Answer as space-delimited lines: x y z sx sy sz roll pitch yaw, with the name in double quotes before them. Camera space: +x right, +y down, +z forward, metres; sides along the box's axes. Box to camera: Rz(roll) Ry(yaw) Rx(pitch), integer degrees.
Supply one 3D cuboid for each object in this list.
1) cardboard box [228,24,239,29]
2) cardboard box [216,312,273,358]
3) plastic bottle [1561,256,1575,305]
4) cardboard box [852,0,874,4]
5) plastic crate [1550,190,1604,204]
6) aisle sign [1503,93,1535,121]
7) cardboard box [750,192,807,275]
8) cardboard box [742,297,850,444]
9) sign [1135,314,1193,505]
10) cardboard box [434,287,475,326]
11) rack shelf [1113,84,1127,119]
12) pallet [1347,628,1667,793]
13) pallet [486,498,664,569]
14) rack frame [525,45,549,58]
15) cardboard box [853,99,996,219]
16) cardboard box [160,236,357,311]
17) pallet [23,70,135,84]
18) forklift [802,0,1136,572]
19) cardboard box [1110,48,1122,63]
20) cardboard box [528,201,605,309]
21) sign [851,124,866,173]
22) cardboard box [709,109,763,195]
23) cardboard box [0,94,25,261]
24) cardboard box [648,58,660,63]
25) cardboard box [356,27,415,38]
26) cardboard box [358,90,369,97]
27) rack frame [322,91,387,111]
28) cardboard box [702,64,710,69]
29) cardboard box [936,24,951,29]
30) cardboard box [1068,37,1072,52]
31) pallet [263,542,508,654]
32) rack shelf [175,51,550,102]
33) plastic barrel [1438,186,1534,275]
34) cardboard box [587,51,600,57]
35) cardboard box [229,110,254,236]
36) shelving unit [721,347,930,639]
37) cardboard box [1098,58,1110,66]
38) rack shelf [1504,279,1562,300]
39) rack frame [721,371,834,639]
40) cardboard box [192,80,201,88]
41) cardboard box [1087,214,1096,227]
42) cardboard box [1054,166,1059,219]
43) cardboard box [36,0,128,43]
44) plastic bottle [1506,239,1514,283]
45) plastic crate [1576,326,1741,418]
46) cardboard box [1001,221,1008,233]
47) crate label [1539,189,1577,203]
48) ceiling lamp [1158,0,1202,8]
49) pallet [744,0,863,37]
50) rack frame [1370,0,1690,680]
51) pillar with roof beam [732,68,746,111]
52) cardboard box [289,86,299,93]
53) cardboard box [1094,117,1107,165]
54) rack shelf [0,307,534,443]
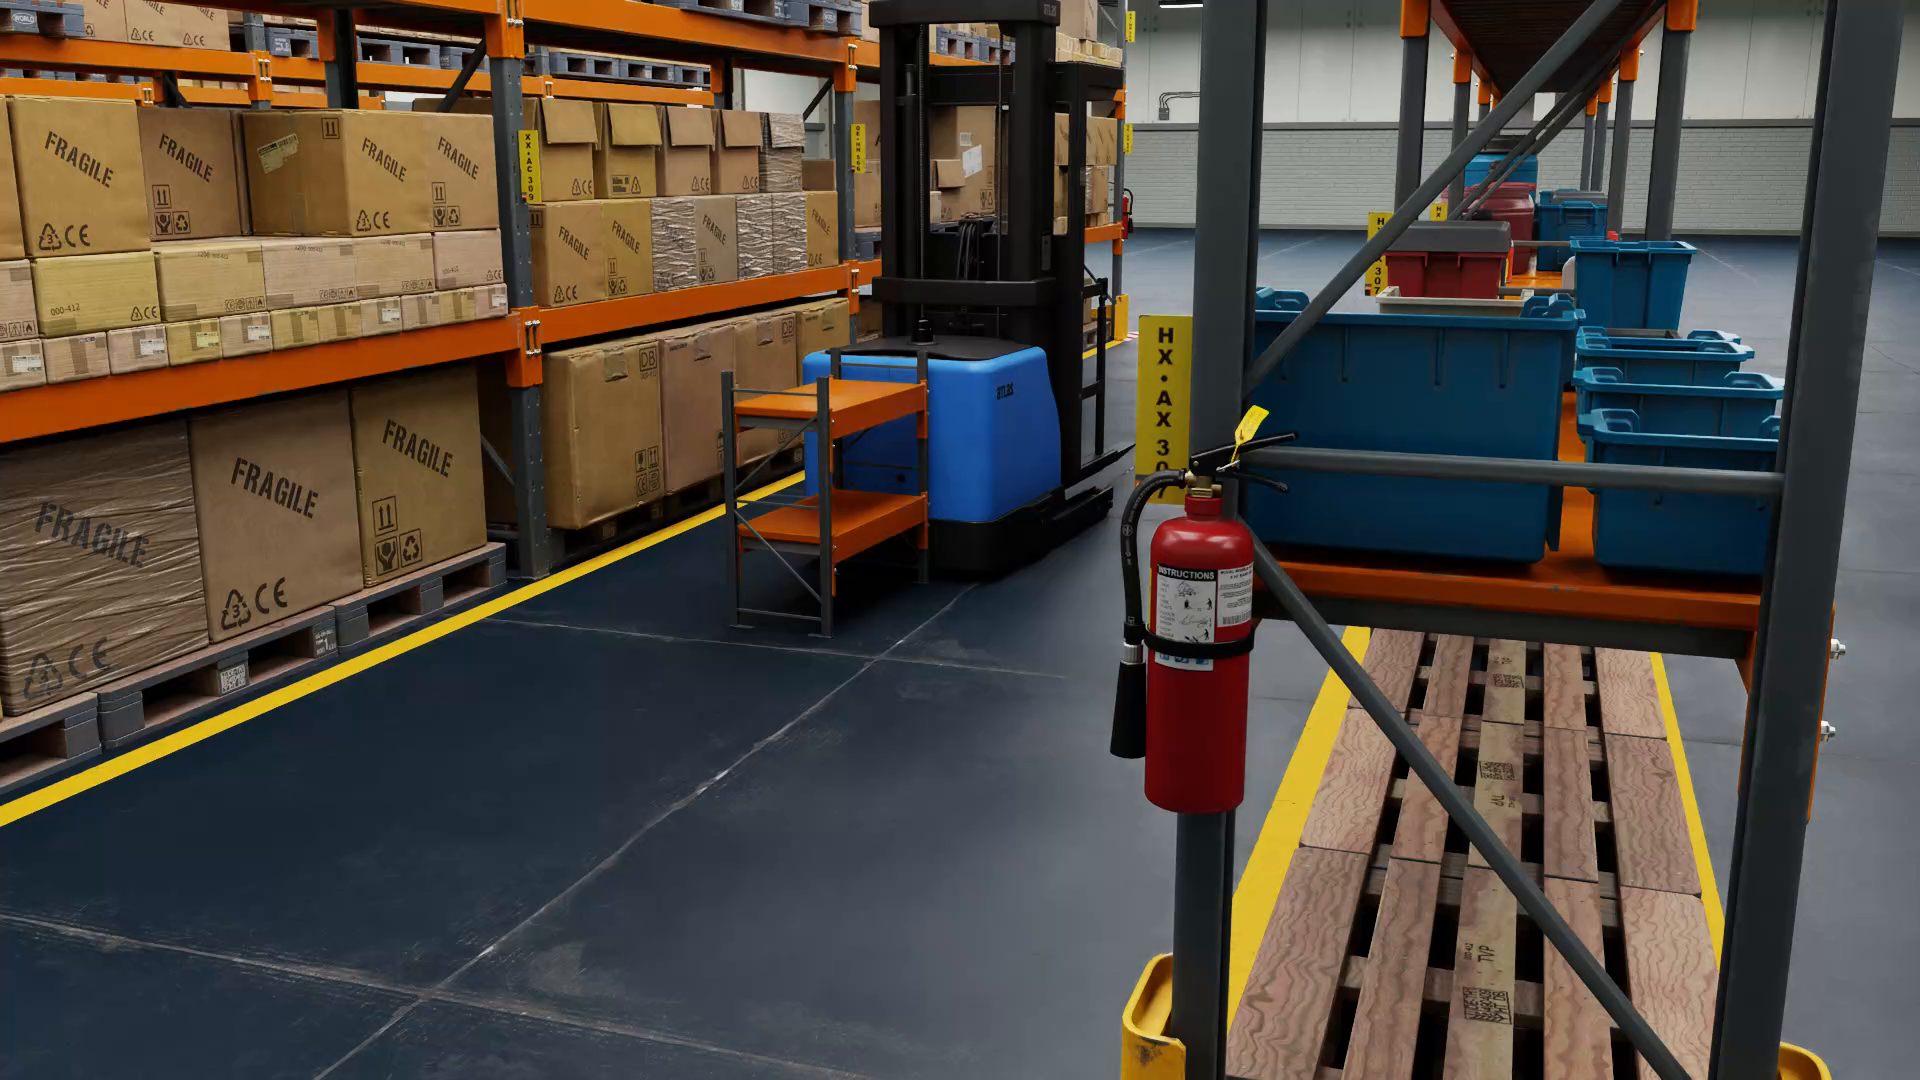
"cardboard box" -5.895 -4.270 13.569 0.380 0.166 0.250 4 14 18
"cardboard box" -2.802 -0.771 6.189 0.380 0.149 0.250 5 14 19
"plastic bottle" 2.838 -1.164 7.626 0.152 0.276 0.135 4 14 18
"cardboard box" -0.824 -3.983 11.607 0.500 0.500 0.500 4 14 19
"plastic crate" 4.894 -2.540 13.232 0.402 0.464 0.583 4 14 18
"aisle sign" 5.801 -4.779 17.342 0.394 0.787 0.004 4 14 18
"cardboard box" -1.312 -1.970 10.653 0.500 0.500 0.500 4 14 18
"cardboard box" -1.463 -1.172 11.215 1.225 0.875 0.875 4 13 16
"sign" 0.352 -0.222 2.853 0.100 0.325 0.005 4 14 18
"cardboard box" -2.386 -1.041 7.371 0.380 0.149 0.250 5 14 19
"rack shelf" 0.721 -4.522 16.936 1.077 0.370 4.000 4 14 18
"pallet" 1.971 0.569 6.023 1.003 0.211 1.213 4 14 18
"pallet" -2.336 -0.114 9.011 1.003 0.211 1.213 4 14 18
"rack frame" -4.586 -6.293 16.335 1.000 3.000 0.127 4 14 18
"cardboard box" -0.315 -3.330 14.543 1.000 1.000 1.000 4 14 19
"cardboard box" -2.739 -1.049 6.510 0.500 0.250 0.500 5 14 20
"pallet" -9.603 -4.952 17.622 1.213 0.211 1.003 4 14 18
"forklift" 0.240 -1.557 9.223 1.130 2.935 3.031 5 14 22
"cardboard box" 1.574 -5.334 18.319 0.380 0.149 0.250 4 14 18
"cardboard box" -2.129 -1.433 8.300 0.500 0.500 0.500 4 14 19
"sign" -0.694 -2.673 11.354 0.100 0.325 0.005 4 14 18
"cardboard box" -1.685 -2.395 10.263 0.797 0.503 0.637 5 14 20
"cardboard box" -3.236 -1.087 4.994 0.500 0.500 0.500 4 13 17
"cardboard box" -3.573 -5.388 18.509 0.380 0.149 0.250 5 14 19
"cardboard box" -5.110 -4.548 14.465 0.500 0.311 0.500 4 13 17
"cardboard box" -7.859 -5.790 21.438 0.380 0.149 0.250 4 14 19
"rack frame" -8.008 -4.545 22.161 1.000 3.000 0.127 4 14 18
"cardboard box" -3.161 -5.656 19.683 0.380 0.149 0.250 4 14 19
"cardboard box" -0.475 -4.417 13.681 0.797 0.503 0.637 5 14 21
"cardboard box" 0.908 -4.953 16.649 0.380 0.149 0.250 5 14 20
"pallet" -2.834 0.209 7.599 1.003 0.211 1.213 4 14 18
"rack shelf" -5.233 -4.059 14.904 1.077 0.370 4.000 4 14 18
"plastic barrel" 3.330 -1.977 10.601 0.600 0.536 0.708 4 14 18
"cardboard box" -3.983 -5.121 17.337 0.380 0.149 0.250 4 14 18
"cardboard box" -3.078 -1.557 7.052 0.500 0.500 0.500 4 14 18
"shelving unit" -0.583 -0.253 7.567 0.538 1.125 1.048 5 14 22
"cardboard box" 1.294 -4.996 17.732 0.500 0.250 0.500 4 14 19
"rack shelf" 2.820 -1.019 8.328 1.077 0.370 4.000 4 14 18
"rack frame" -0.780 -0.148 7.110 0.500 1.125 0.032 5 14 22
"cardboard box" -8.856 -5.202 18.863 0.380 0.149 0.250 4 14 18
"cardboard box" 1.262 -3.474 18.032 0.380 0.149 0.250 4 14 18
"cardboard box" 0.474 -3.376 16.147 0.875 0.500 0.500 4 14 18
"cardboard box" -6.140 -3.687 11.436 0.500 0.500 0.500 4 14 18
"plastic bottle" 3.165 -1.651 9.761 0.152 0.276 0.135 4 14 18
"plastic crate" 1.793 -0.423 4.340 0.416 0.233 0.300 4 14 18
"cardboard box" 0.428 -2.891 15.477 0.380 0.149 0.250 4 14 18
"crate label" 5.715 -3.085 15.686 0.502 0.435 0.616 4 14 18
"ceiling lamp" 6.159 -15.220 42.329 2.000 3.185 0.800 4 14 18
"pallet" -1.378 -3.378 10.732 1.213 0.211 1.003 5 14 21
"rack frame" 2.172 -0.949 6.403 1.000 3.000 0.127 4 14 18
"pillar with roof beam" -1.946 -12.488 43.480 9.100 9.000 0.548 4 14 18
"cardboard box" -8.300 -5.522 20.265 0.380 0.149 0.250 4 13 17
"cardboard box" 1.268 -4.274 17.831 0.500 0.500 0.500 4 14 18
"rack shelf" -3.161 -0.533 6.200 1.077 0.370 4.000 4 14 18
